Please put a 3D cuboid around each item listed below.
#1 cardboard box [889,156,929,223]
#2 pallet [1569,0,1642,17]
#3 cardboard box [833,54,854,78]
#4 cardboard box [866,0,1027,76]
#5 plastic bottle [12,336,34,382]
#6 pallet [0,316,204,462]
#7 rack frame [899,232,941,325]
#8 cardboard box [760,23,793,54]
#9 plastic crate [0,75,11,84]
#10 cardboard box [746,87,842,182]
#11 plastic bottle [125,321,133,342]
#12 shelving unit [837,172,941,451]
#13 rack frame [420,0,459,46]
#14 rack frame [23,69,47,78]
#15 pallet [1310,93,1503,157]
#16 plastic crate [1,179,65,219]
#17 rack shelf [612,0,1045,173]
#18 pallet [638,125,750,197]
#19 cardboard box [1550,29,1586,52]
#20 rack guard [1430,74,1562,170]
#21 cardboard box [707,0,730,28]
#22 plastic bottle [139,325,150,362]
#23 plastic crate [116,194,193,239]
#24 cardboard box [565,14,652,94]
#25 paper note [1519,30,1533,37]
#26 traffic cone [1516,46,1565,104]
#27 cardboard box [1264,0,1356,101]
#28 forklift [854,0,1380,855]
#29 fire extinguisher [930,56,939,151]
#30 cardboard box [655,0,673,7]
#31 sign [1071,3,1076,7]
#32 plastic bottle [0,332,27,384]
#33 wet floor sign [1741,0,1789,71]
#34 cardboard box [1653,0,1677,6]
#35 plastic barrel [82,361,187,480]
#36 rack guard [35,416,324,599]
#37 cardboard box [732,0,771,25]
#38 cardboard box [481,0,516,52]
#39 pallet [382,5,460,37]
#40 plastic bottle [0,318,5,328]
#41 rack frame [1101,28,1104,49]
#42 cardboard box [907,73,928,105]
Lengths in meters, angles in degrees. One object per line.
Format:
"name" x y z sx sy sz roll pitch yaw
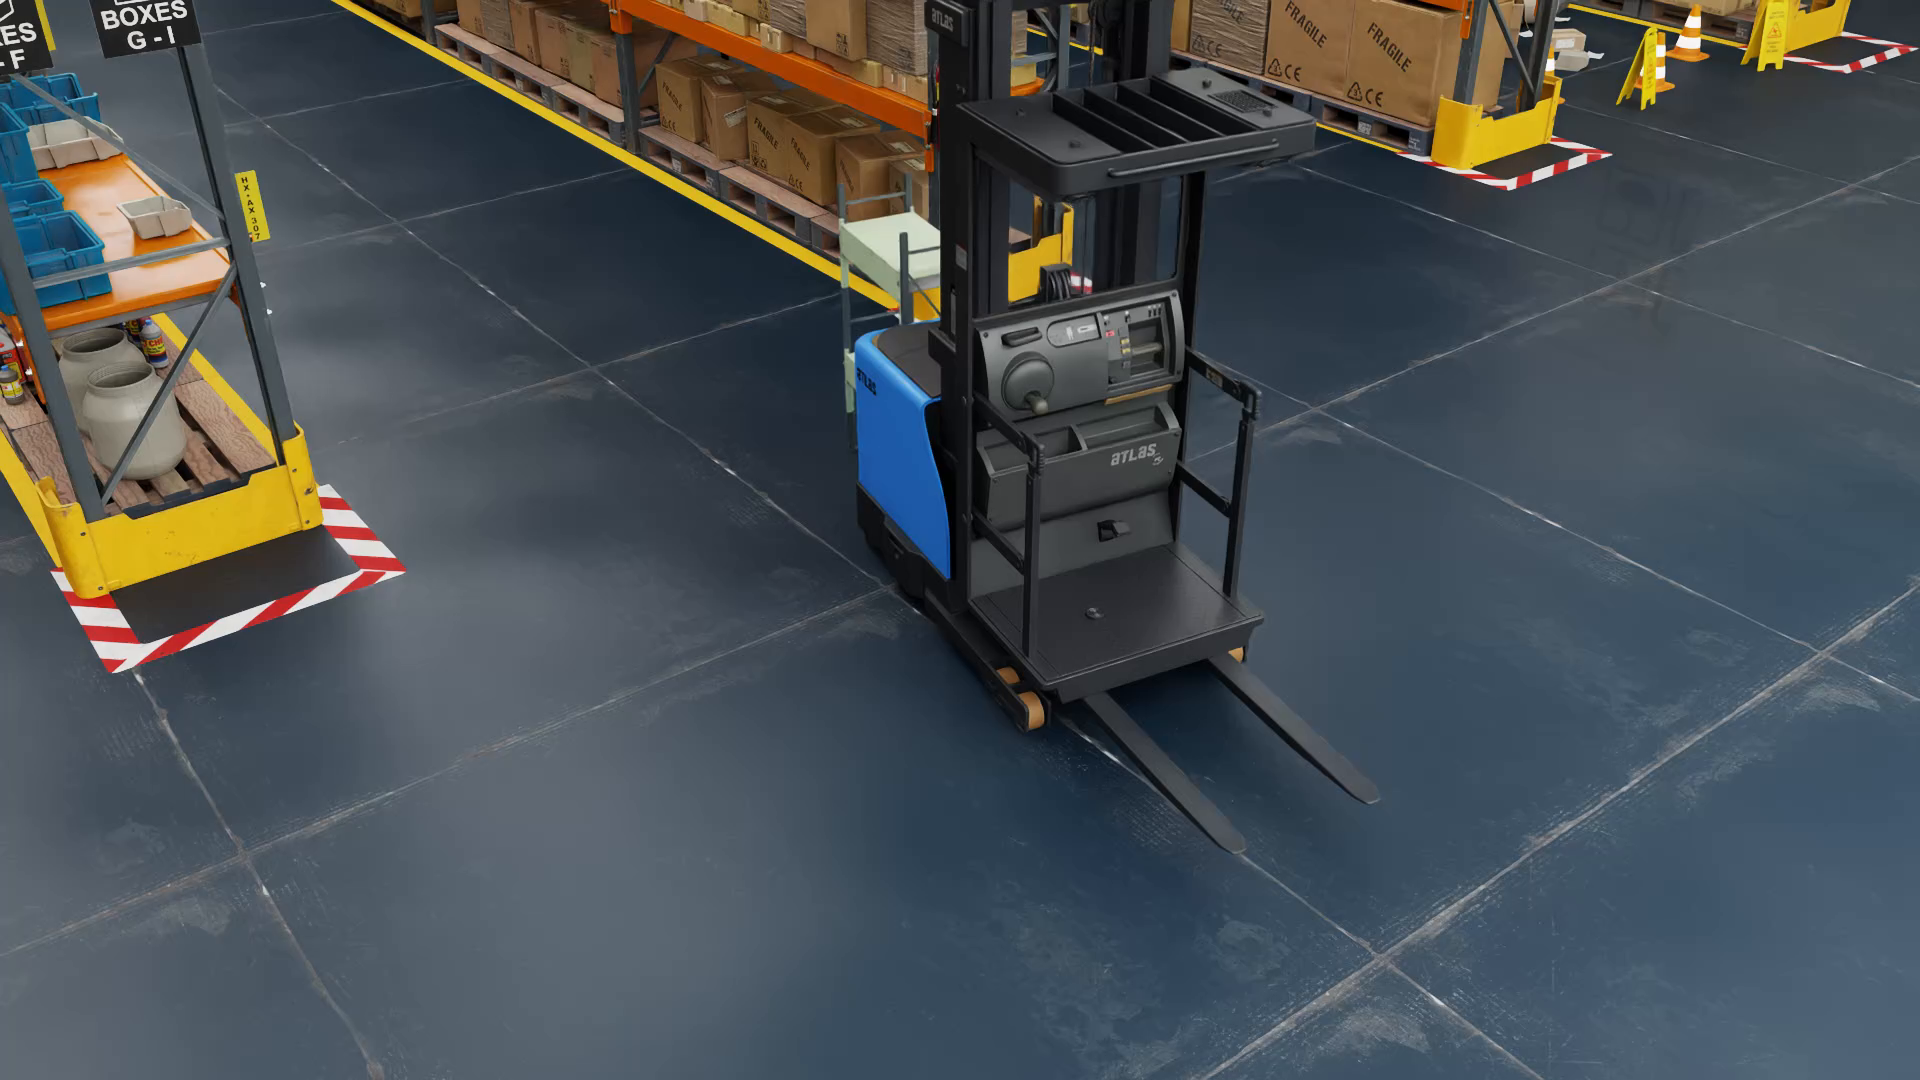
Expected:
"cardboard box" -0.131 -2.212 10.939 0.500 0.500 0.500 -15 35 -23
"pallet" 6.806 -5.741 17.293 1.003 0.211 1.213 -22 38 -31
"cardboard box" -0.587 -3.076 10.597 0.380 0.149 0.250 -22 38 -31
"cardboard box" -0.077 -3.236 10.241 0.875 0.500 0.500 -22 38 -31
"plastic bottle" -5.195 -1.032 9.226 0.061 0.283 0.133 -22 38 -31
"pallet" -4.995 -0.907 9.511 1.003 0.211 1.213 -22 38 -31
"rack frame" -0.097 -0.828 8.161 0.400 1.500 0.023 -15 35 -23
"cardboard box" -1.102 -3.366 11.064 0.380 0.149 0.250 -22 38 -31
"plastic crate" -5.906 -2.608 9.665 0.767 0.338 0.504 -22 38 -31
"cardboard box" -1.200 -2.964 12.150 0.500 0.500 0.500 -26 40 -35
"plastic bottle" -4.811 -1.296 9.662 0.097 0.271 0.097 0 32 0
"shelving unit" -0.262 -1.000 8.438 0.431 1.500 0.755 -15 35 -23
"rack frame" -4.667 -6.164 15.331 1.000 3.000 0.127 -22 38 -31
"rack frame" -6.126 -2.894 10.067 1.000 3.000 0.127 -22 38 -31
"pallet" 3.667 -3.515 13.710 1.003 0.211 1.213 -22 38 -31
"plastic crate" -4.610 -1.548 8.040 0.499 0.251 0.408 -22 38 -31
"rack shelf" -0.987 -3.357 11.494 1.077 0.370 4.000 -22 38 -31
"pallet" -1.774 -3.043 12.950 1.003 0.211 1.213 -22 38 -31
"cardboard box" 5.668 -4.717 15.704 0.380 0.149 0.250 -4 32 -7
"rack guard" 4.234 -3.320 13.122 1.175 0.500 0.348 -22 38 -31
"cardboard box" -1.534 -3.690 11.586 0.380 0.149 0.250 -22 38 -31
"plastic bottle" -4.603 -1.125 9.453 0.097 0.201 0.097 0 32 0
"plastic crate" -3.968 -1.592 8.220 0.298 0.136 0.250 -22 38 -31
"cardboard box" -2.851 -4.089 13.943 0.700 0.500 0.500 -23 38 -32
"paper note" 5.513 -4.922 16.157 0.148 0.019 0.142 -10 33 -15
"traffic cone" 5.015 -3.995 14.244 0.336 0.463 0.334 -22 38 -31
"cardboard box" 3.210 -4.295 13.938 0.875 0.875 0.875 -23 39 -32
"forklift" 0.604 -0.714 6.621 1.130 2.935 3.031 -15 35 -23
"fire extinguisher" -0.055 -2.600 9.666 0.296 0.674 0.183 -22 38 -31
"cardboard box" -2.001 -3.999 12.084 0.380 0.149 0.250 -22 38 -31
"sign" 0.668 -3.373 10.017 0.100 0.325 0.005 -22 38 -31
"plastic bottle" -5.279 -0.994 9.172 0.152 0.276 0.135 -22 38 -31
"wet floor sign" 7.338 -4.610 15.061 0.267 0.644 0.232 -10 33 -15
"cardboard box" 7.048 -5.514 16.494 0.500 0.250 0.500 -22 38 -31
"plastic barrel" -4.137 -0.598 8.330 0.421 0.512 0.421 0 32 0
"rack guard" -3.757 -0.182 8.068 1.175 0.500 0.348 -22 38 -31
"cardboard box" -1.048 -3.840 11.214 0.875 0.500 0.500 -22 38 -31
"cardboard box" -3.890 -4.789 15.069 0.700 0.500 0.500 -26 40 -35
"pallet" -5.091 -5.332 16.635 1.003 0.211 1.213 -22 38 -31
"plastic bottle" -5.481 -1.256 9.593 0.152 0.276 0.135 -22 38 -31
"rack frame" 1.766 -6.059 15.163 1.000 3.000 0.127 -22 38 -31
"cardboard box" -0.099 -2.775 10.113 0.380 0.149 0.250 -22 38 -31
